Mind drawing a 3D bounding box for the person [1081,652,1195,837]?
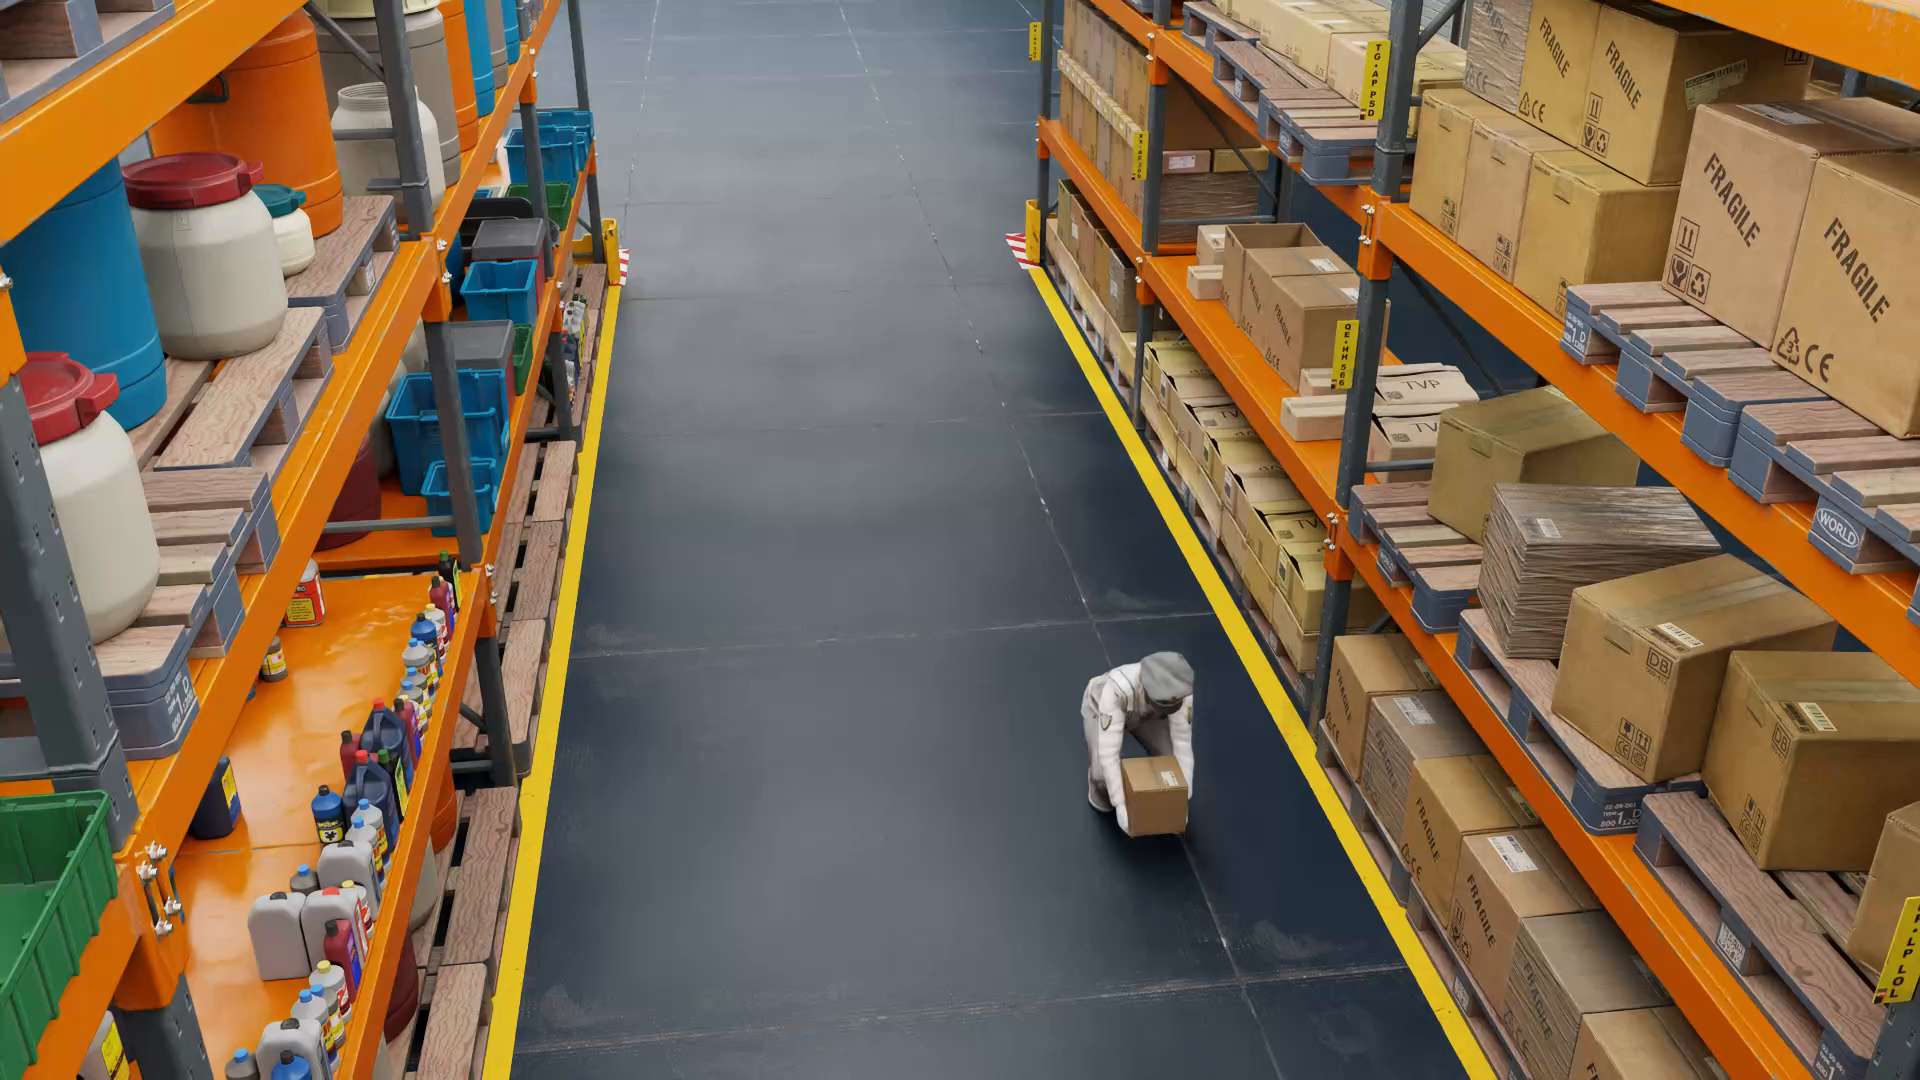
[{"bbox_3d":[0.828,0.867,7.706,0.470,0.978,0.829,-4,28,-8],"label":"person"}]
